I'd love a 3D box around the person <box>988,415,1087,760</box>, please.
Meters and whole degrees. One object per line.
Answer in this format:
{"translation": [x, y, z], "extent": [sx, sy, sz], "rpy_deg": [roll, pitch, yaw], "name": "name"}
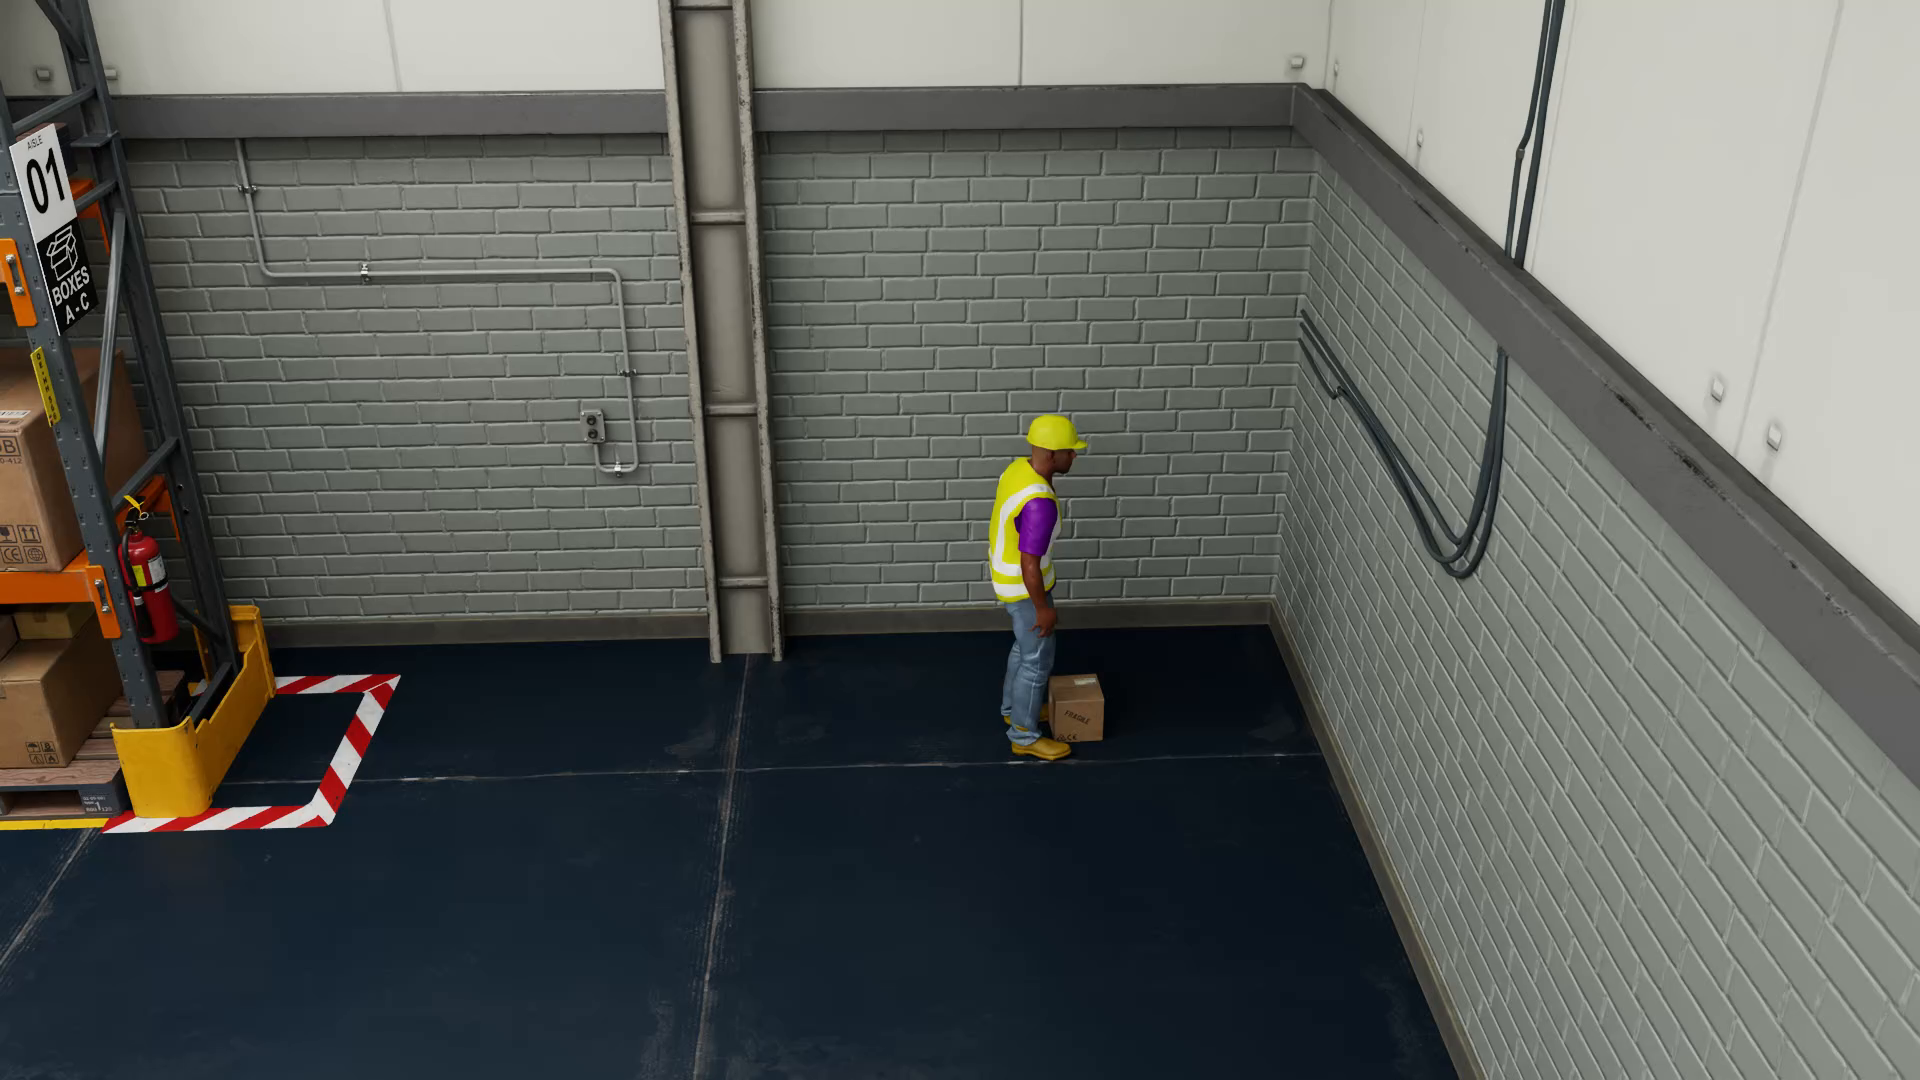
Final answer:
{"translation": [0.374, 0.209, 8.196], "extent": [0.461, 1.761, 0.628], "rpy_deg": [-2, 27, -3], "name": "person"}
